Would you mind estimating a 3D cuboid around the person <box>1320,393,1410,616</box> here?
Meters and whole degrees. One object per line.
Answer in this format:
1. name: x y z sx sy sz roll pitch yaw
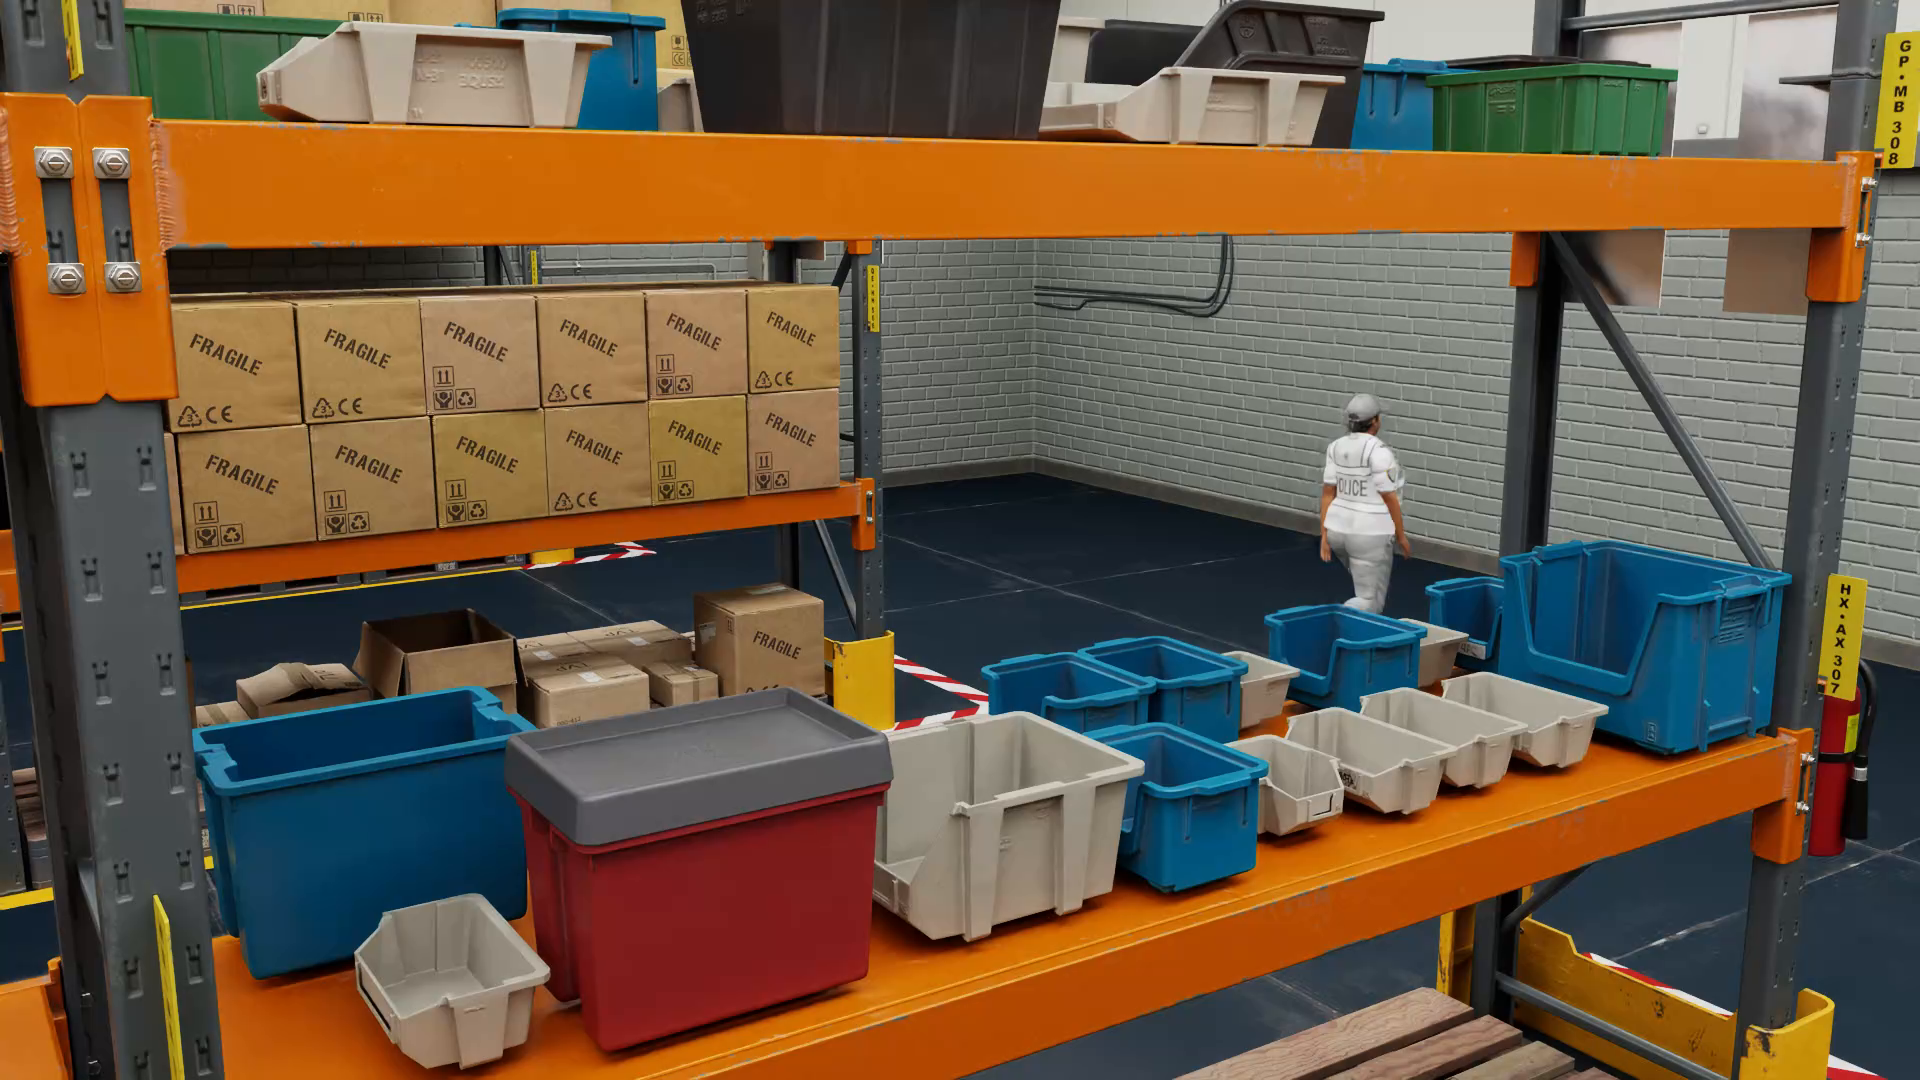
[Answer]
1. person: 2.279 -0.032 9.541 0.914 1.620 0.471 -5 13 -25
